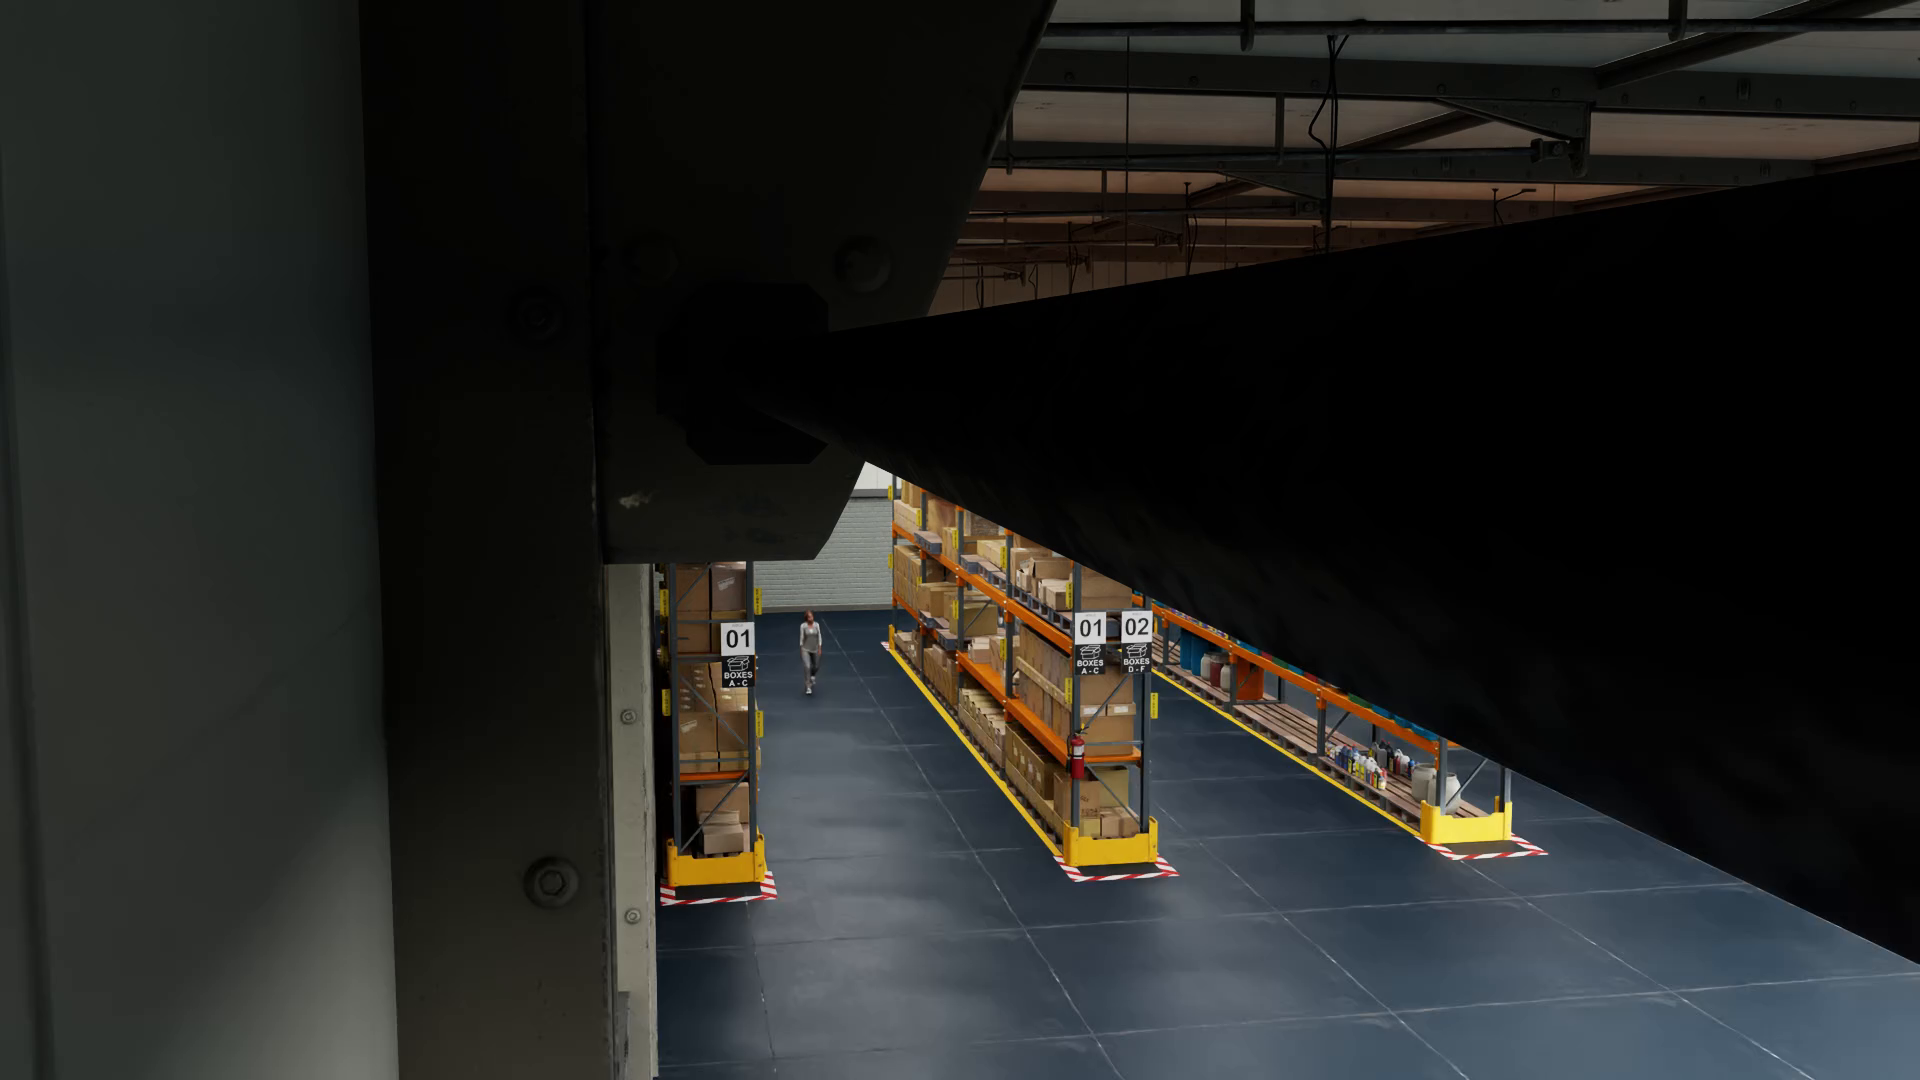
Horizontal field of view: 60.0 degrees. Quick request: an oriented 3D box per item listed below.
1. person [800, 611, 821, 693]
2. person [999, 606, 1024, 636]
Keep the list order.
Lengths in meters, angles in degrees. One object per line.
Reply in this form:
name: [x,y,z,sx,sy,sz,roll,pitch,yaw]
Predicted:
person: [-2.863,2.105,31.802,0.421,1.561,0.768,-1,6,-13]
person: [1.163,1.657,35.028,0.616,1.719,1.039,-1,6,-9]
